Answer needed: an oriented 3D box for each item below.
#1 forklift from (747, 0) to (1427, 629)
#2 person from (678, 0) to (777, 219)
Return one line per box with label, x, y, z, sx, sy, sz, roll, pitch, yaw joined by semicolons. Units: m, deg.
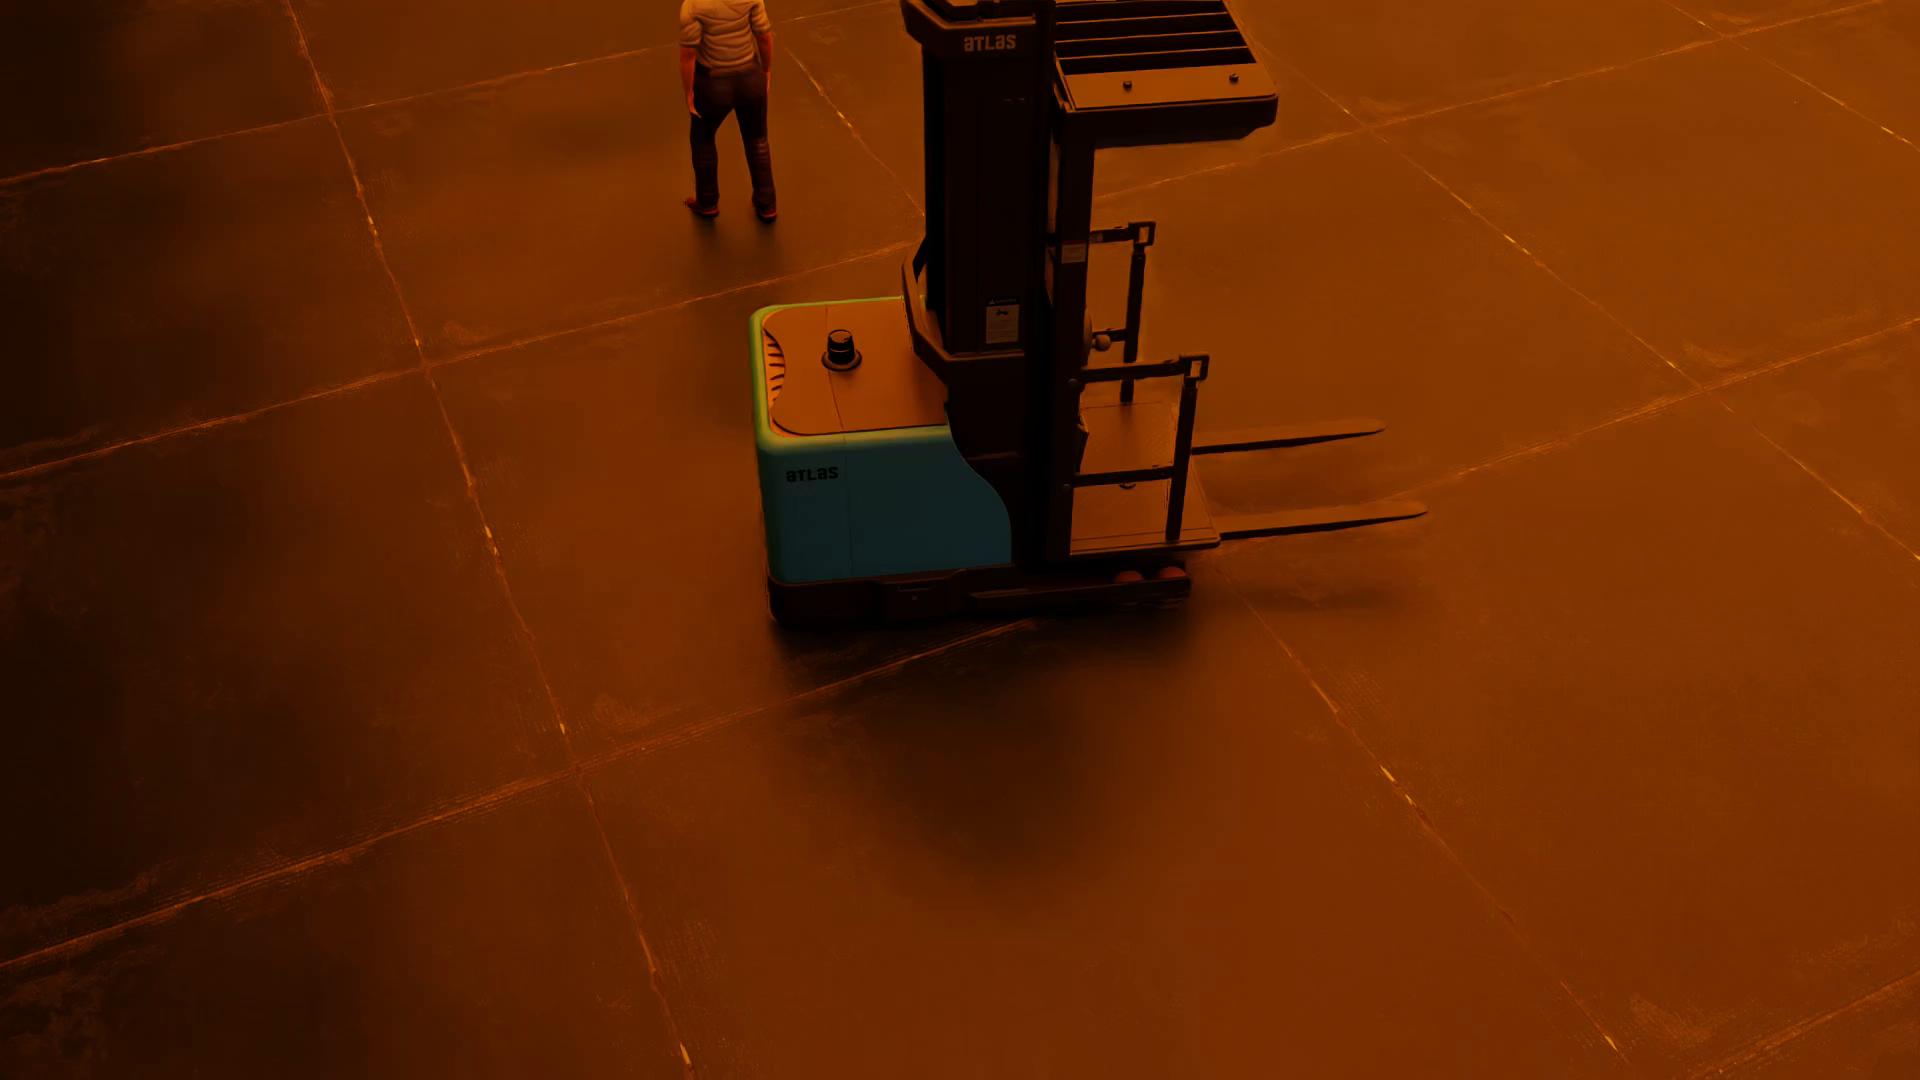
forklift;0.605;-1.128;6.888;3.031;2.935;1.130;-5;43;-6
person;-1.330;-2.582;9.414;0.562;1.671;0.447;-16;45;-16
